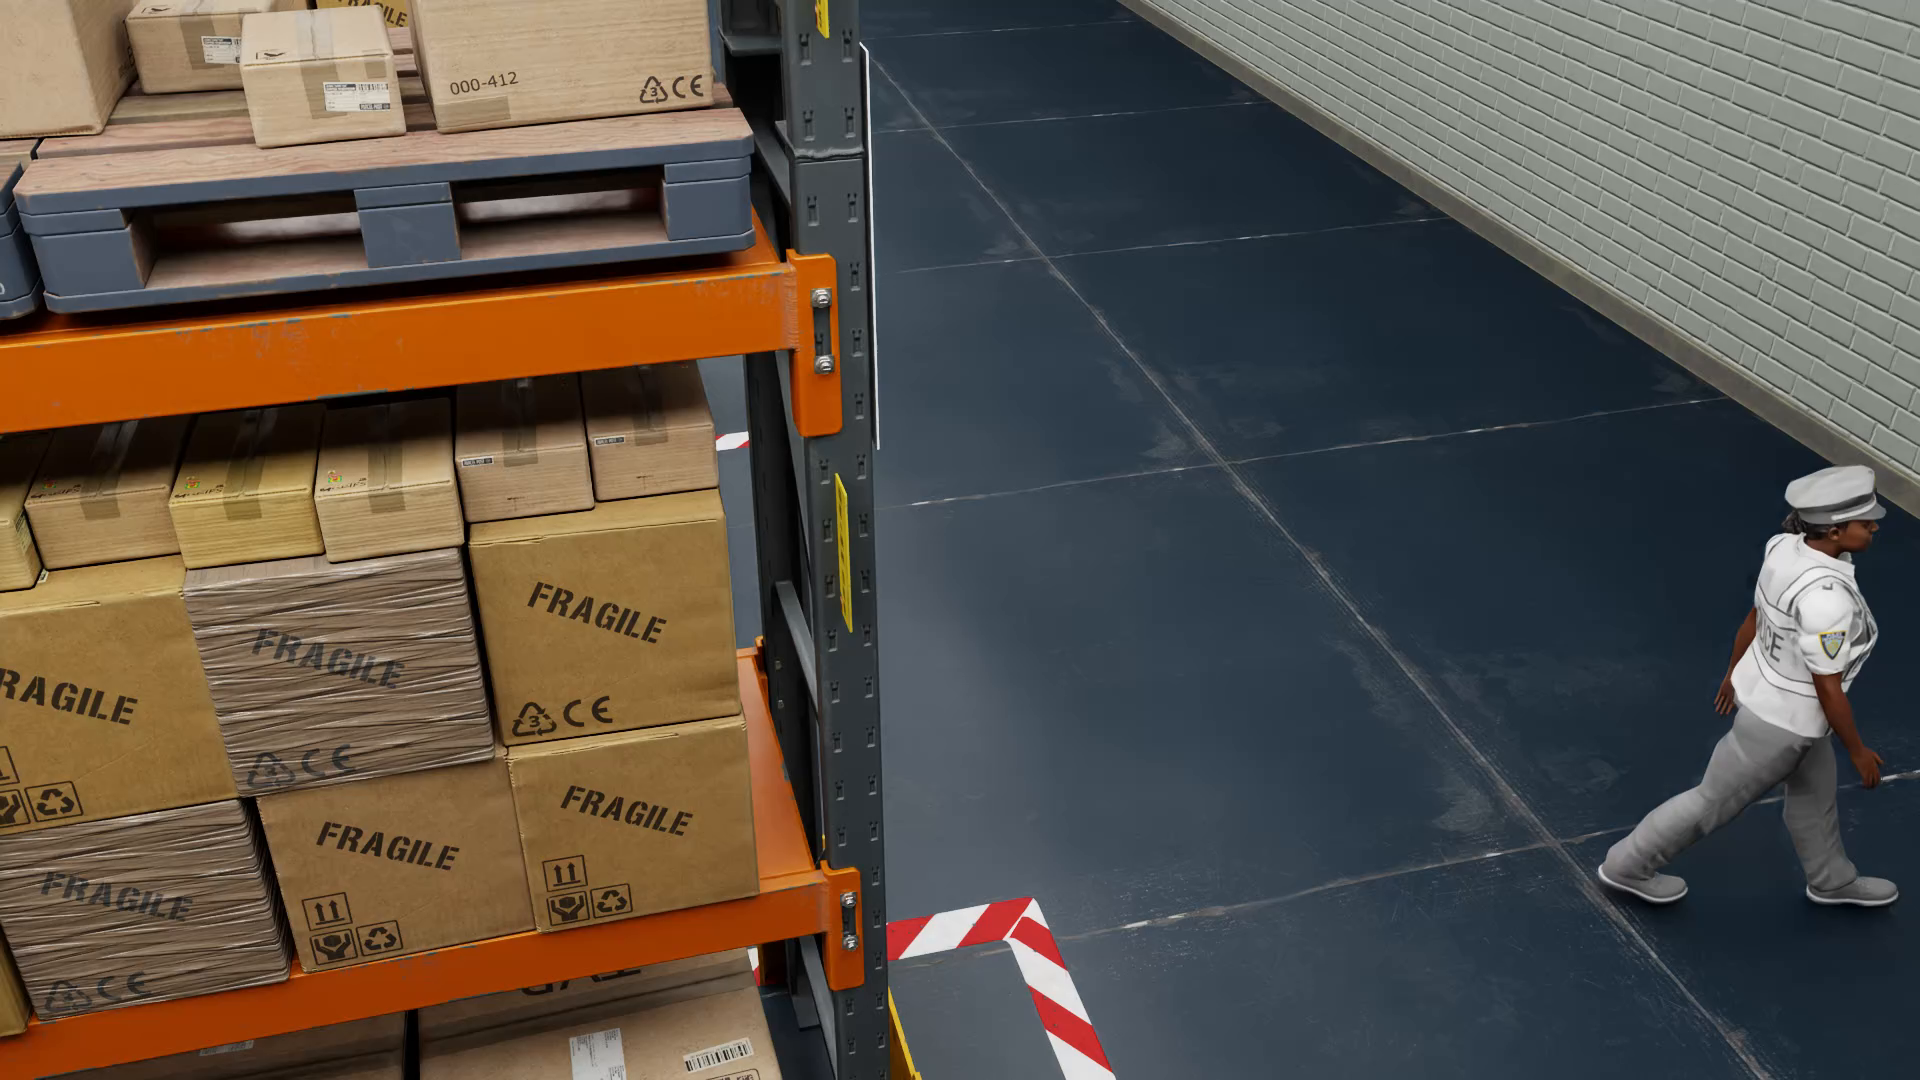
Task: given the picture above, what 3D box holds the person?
[{"bbox_3d":[2.654,0.518,5.201,0.980,1.630,0.477,7,31,12],"label":"person"}]
